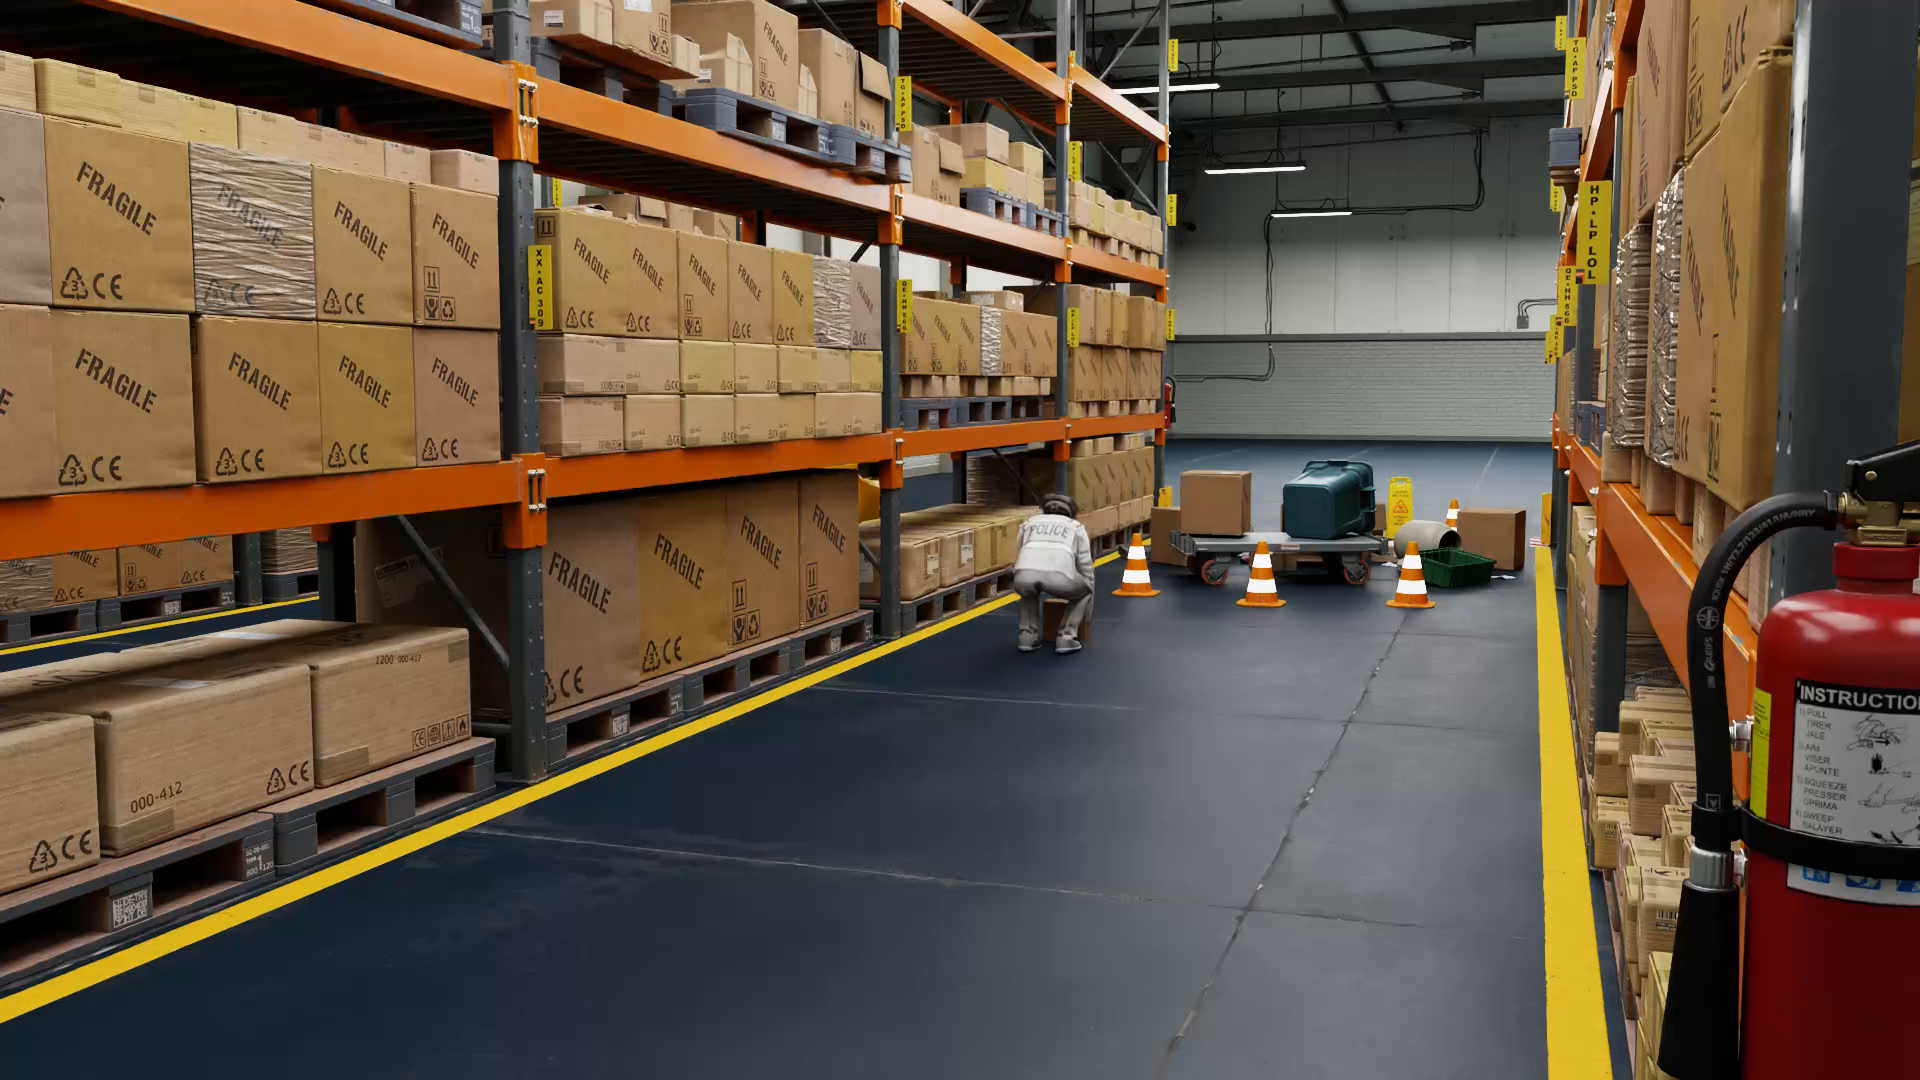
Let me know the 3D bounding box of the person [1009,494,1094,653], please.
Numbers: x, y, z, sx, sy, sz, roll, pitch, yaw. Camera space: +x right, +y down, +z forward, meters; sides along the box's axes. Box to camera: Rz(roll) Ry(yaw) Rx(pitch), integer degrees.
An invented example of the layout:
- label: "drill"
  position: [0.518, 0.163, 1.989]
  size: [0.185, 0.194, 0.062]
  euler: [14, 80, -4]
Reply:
- label: "person"
  position: [0.552, 0.199, 10.120]
  size: [0.491, 0.928, 0.853]
  euler: [2, 6, 18]
